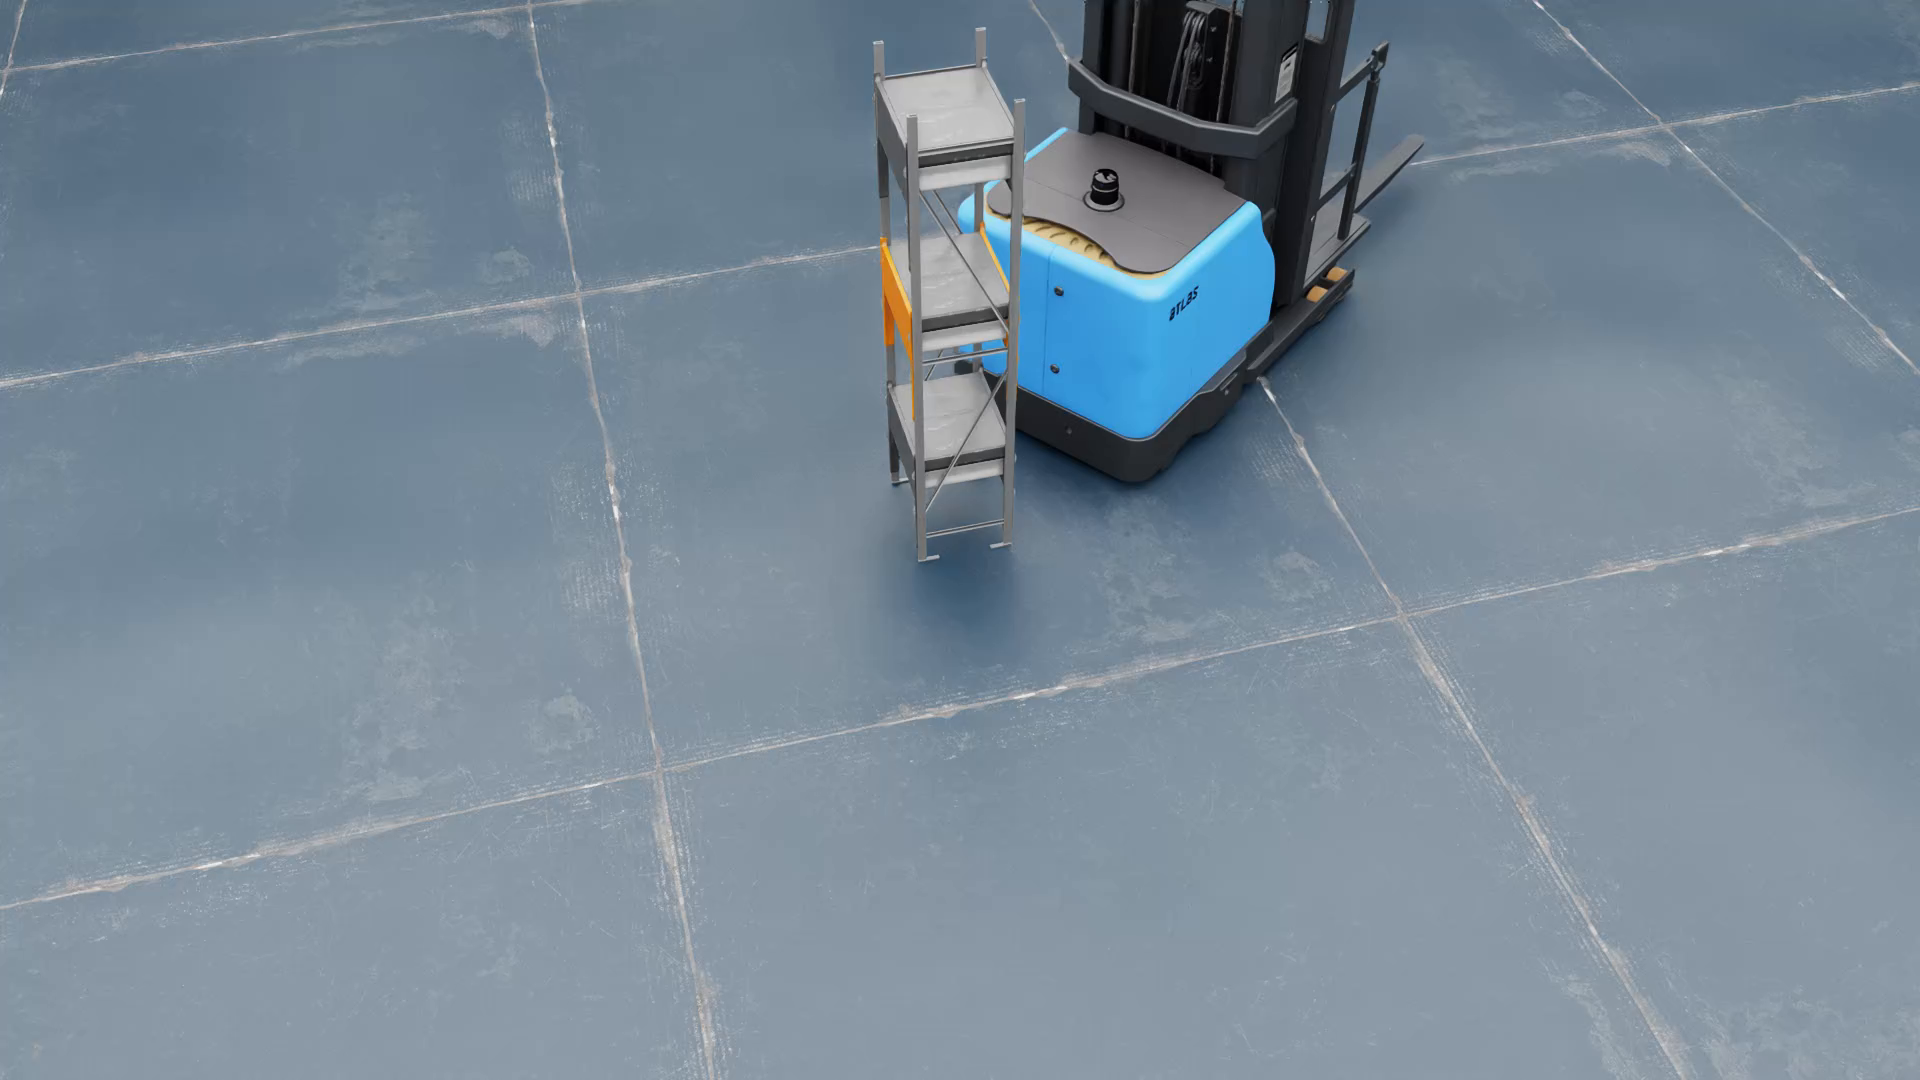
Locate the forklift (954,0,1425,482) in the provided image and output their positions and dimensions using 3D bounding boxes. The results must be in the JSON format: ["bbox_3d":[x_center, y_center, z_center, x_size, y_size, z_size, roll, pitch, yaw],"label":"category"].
[{"bbox_3d":[1.268,-2.278,7.181,1.130,2.935,3.031,29,52,25],"label":"forklift"}]

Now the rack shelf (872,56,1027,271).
[{"bbox_3d":[-0.042,-1.330,5.873,0.431,0.518,0.480,-11,47,-10],"label":"rack shelf"}]

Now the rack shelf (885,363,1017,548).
[{"bbox_3d":[-0.042,-0.350,6.873,0.431,0.518,0.480,-11,47,-10],"label":"rack shelf"}]

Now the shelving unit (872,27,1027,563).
[{"bbox_3d":[-0.042,-0.849,6.363,0.431,2.100,0.503,-11,47,-10],"label":"shelving unit"}]

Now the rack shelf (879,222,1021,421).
[{"bbox_3d":[-0.042,-0.840,6.373,0.431,0.518,0.480,-11,47,-10],"label":"rack shelf"}]

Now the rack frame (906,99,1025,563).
[{"bbox_3d":[0.020,-0.681,6.198,0.400,2.100,0.015,-11,47,-10],"label":"rack frame"}]

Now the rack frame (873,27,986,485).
[{"bbox_3d":[-0.105,-1.018,6.528,0.400,2.100,0.015,-11,47,-10],"label":"rack frame"}]
